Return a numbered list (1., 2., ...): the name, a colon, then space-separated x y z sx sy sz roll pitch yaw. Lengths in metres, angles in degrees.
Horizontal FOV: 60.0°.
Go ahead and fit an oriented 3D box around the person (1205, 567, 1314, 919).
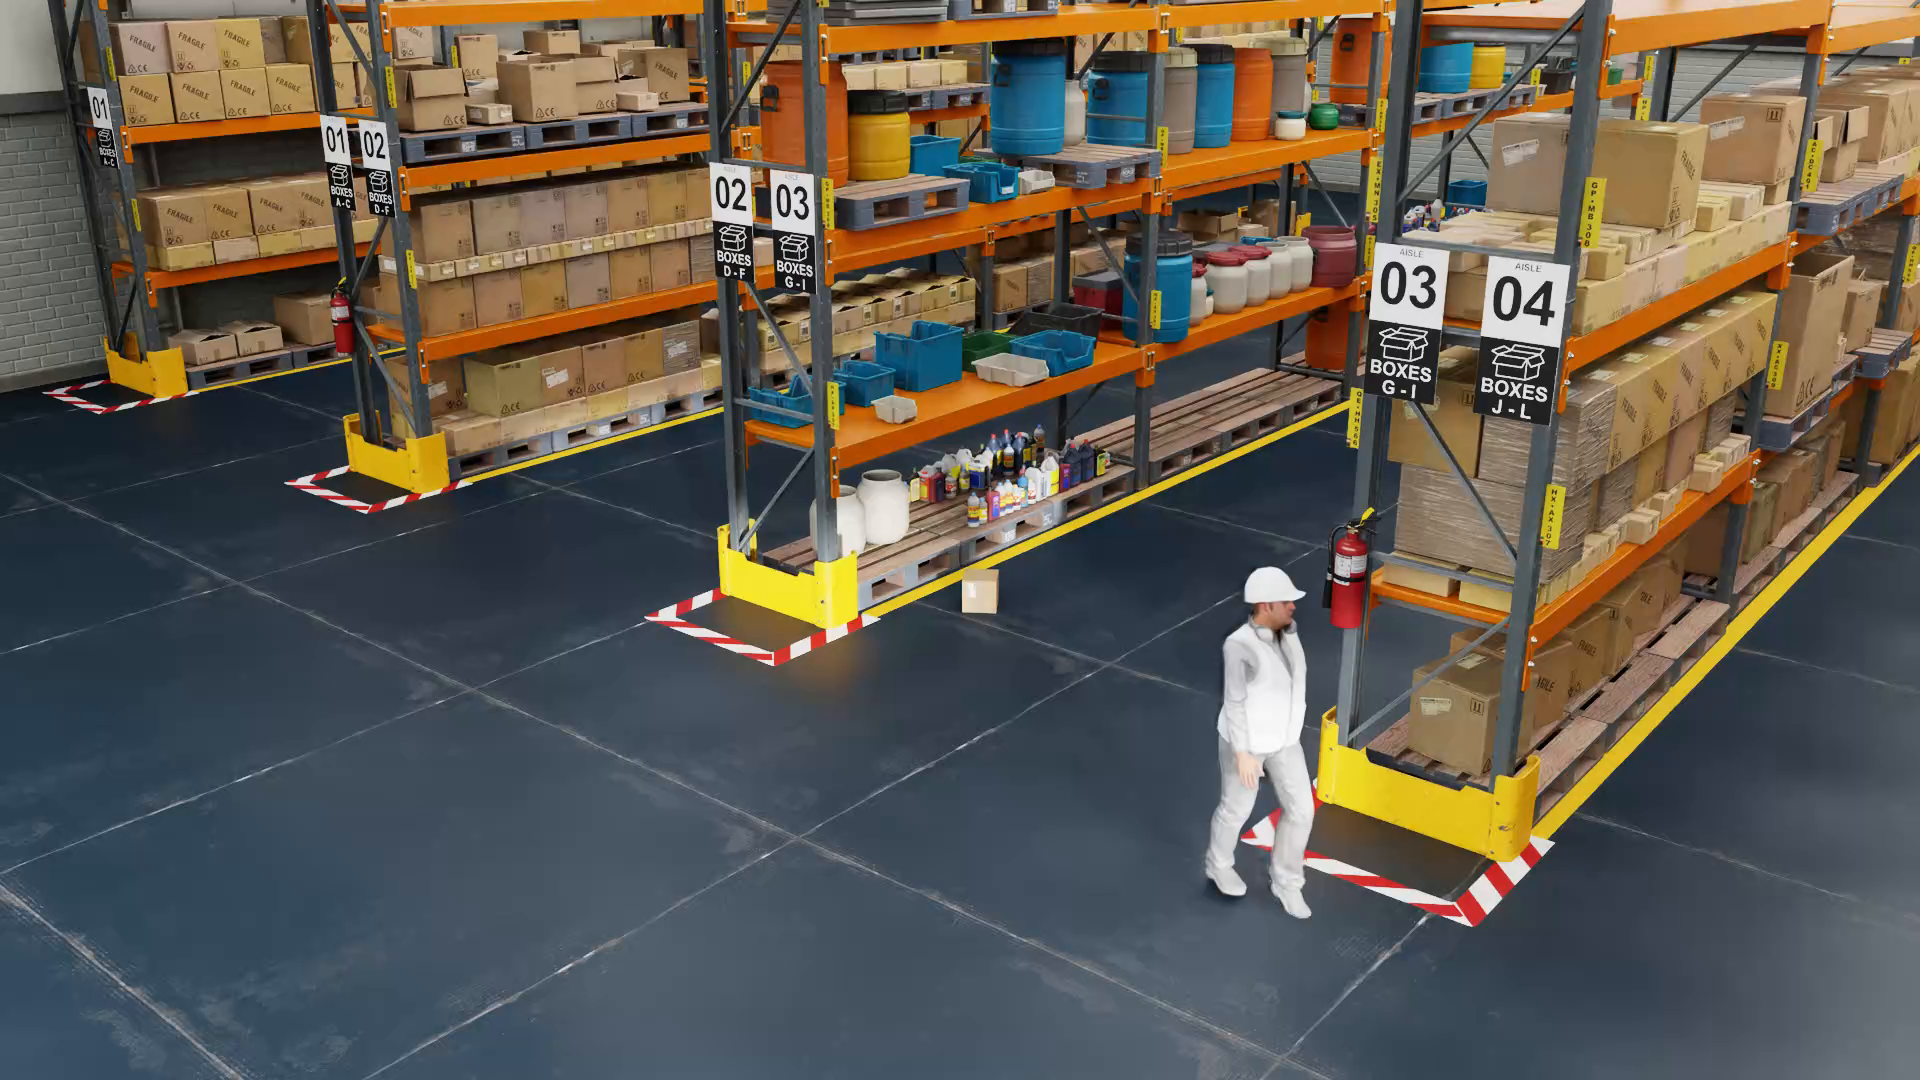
1. person: 1.519 1.032 8.270 0.577 1.845 0.628 -14 25 -34
